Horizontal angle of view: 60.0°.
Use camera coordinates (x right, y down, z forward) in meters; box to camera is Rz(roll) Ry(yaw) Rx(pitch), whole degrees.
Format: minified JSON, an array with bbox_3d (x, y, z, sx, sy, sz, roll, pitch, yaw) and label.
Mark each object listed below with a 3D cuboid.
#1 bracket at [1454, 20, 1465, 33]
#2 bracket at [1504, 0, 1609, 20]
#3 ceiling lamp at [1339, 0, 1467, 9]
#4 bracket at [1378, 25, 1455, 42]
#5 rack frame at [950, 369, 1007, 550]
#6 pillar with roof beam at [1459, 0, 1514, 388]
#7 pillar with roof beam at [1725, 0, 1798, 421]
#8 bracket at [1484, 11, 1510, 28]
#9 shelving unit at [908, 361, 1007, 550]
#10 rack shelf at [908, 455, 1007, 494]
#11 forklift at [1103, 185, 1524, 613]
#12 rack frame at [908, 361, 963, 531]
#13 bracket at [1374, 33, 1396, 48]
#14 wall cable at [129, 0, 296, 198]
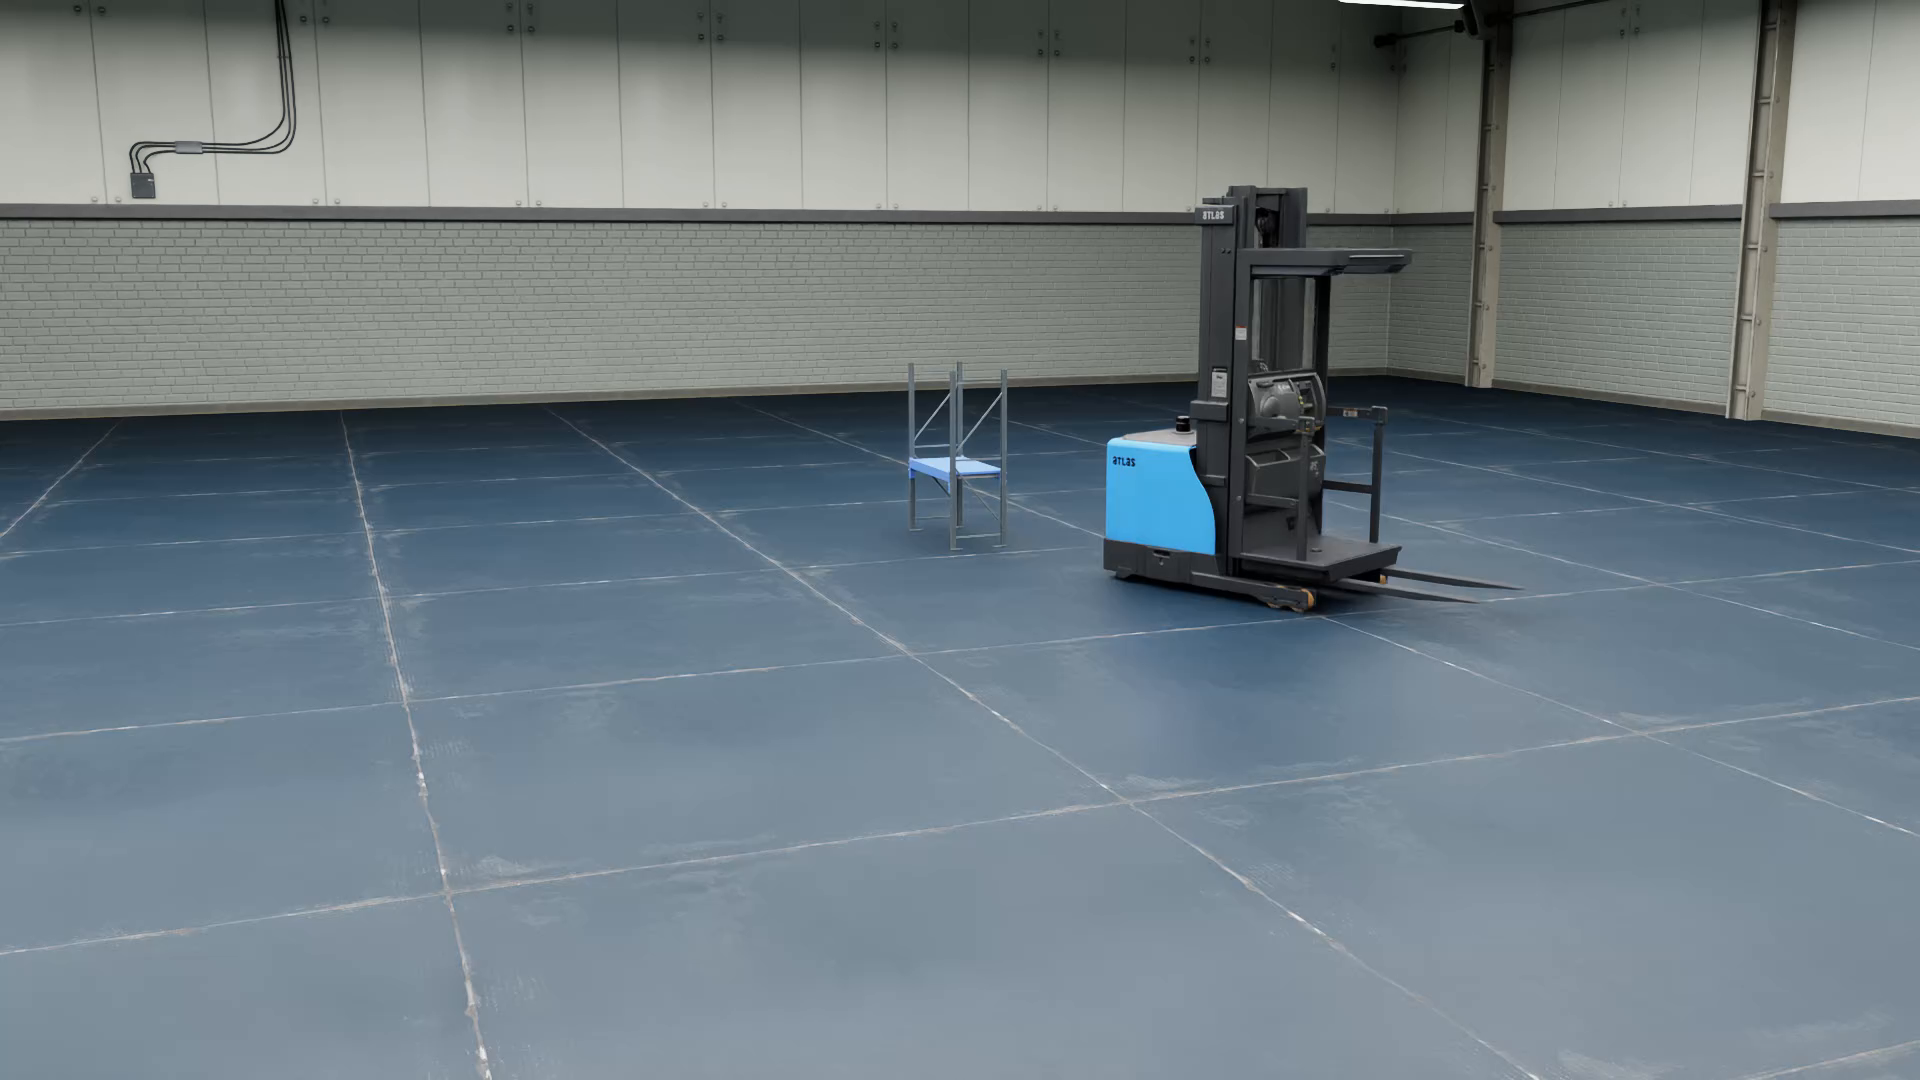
[{"bbox_3d":[8.855,-9.006,29.079,0.235,0.232,0.430,-4,11,-21],"label":"bracket"},{"bbox_3d":[10.089,-8.450,25.953,0.076,0.066,4.783,-4,11,-21],"label":"bracket"},{"bbox_3d":[6.113,-9.117,23.314,2.000,3.185,0.800,-4,11,-21],"label":"ceiling lamp"},{"bbox_3d":[8.210,-9.297,30.712,0.076,0.066,3.189,-4,11,-21],"label":"bracket"},{"bbox_3d":[0.153,-0.669,13.901,0.500,1.500,0.032,-4,11,-21],"label":"rack frame"},{"bbox_3d":[5.324,-6.916,27.604,9.100,9.000,0.548,-4,11,-21],"label":"pillar with roof beam"},{"bbox_3d":[7.498,-5.936,22.099,9.100,9.000,0.400,-4,11,-21],"label":"pillar with roof beam"},{"bbox_3d":[9.156,-8.871,28.318,0.235,0.232,0.430,-4,11,-21],"label":"bracket"},{"bbox_3d":[-0.031,-0.752,14.367,0.538,1.500,1.048,-4,11,-21],"label":"shelving unit"},{"bbox_3d":[-0.031,-0.575,14.399,0.538,0.185,1.000,-4,11,-21],"label":"rack shelf"},{"bbox_3d":[2.519,-1.039,11.895,3.031,2.935,1.130,9,14,43],"label":"forklift"},{"bbox_3d":[-0.215,-0.835,14.834,0.500,1.500,0.032,-4,11,-21],"label":"rack frame"},{"bbox_3d":[7.996,-9.393,31.254,0.235,0.232,0.430,-4,11,-21],"label":"bracket"},{"bbox_3d":[-11.004,-8.029,24.152,2.305,6.003,0.169,-4,11,-21],"label":"wall cable"}]
